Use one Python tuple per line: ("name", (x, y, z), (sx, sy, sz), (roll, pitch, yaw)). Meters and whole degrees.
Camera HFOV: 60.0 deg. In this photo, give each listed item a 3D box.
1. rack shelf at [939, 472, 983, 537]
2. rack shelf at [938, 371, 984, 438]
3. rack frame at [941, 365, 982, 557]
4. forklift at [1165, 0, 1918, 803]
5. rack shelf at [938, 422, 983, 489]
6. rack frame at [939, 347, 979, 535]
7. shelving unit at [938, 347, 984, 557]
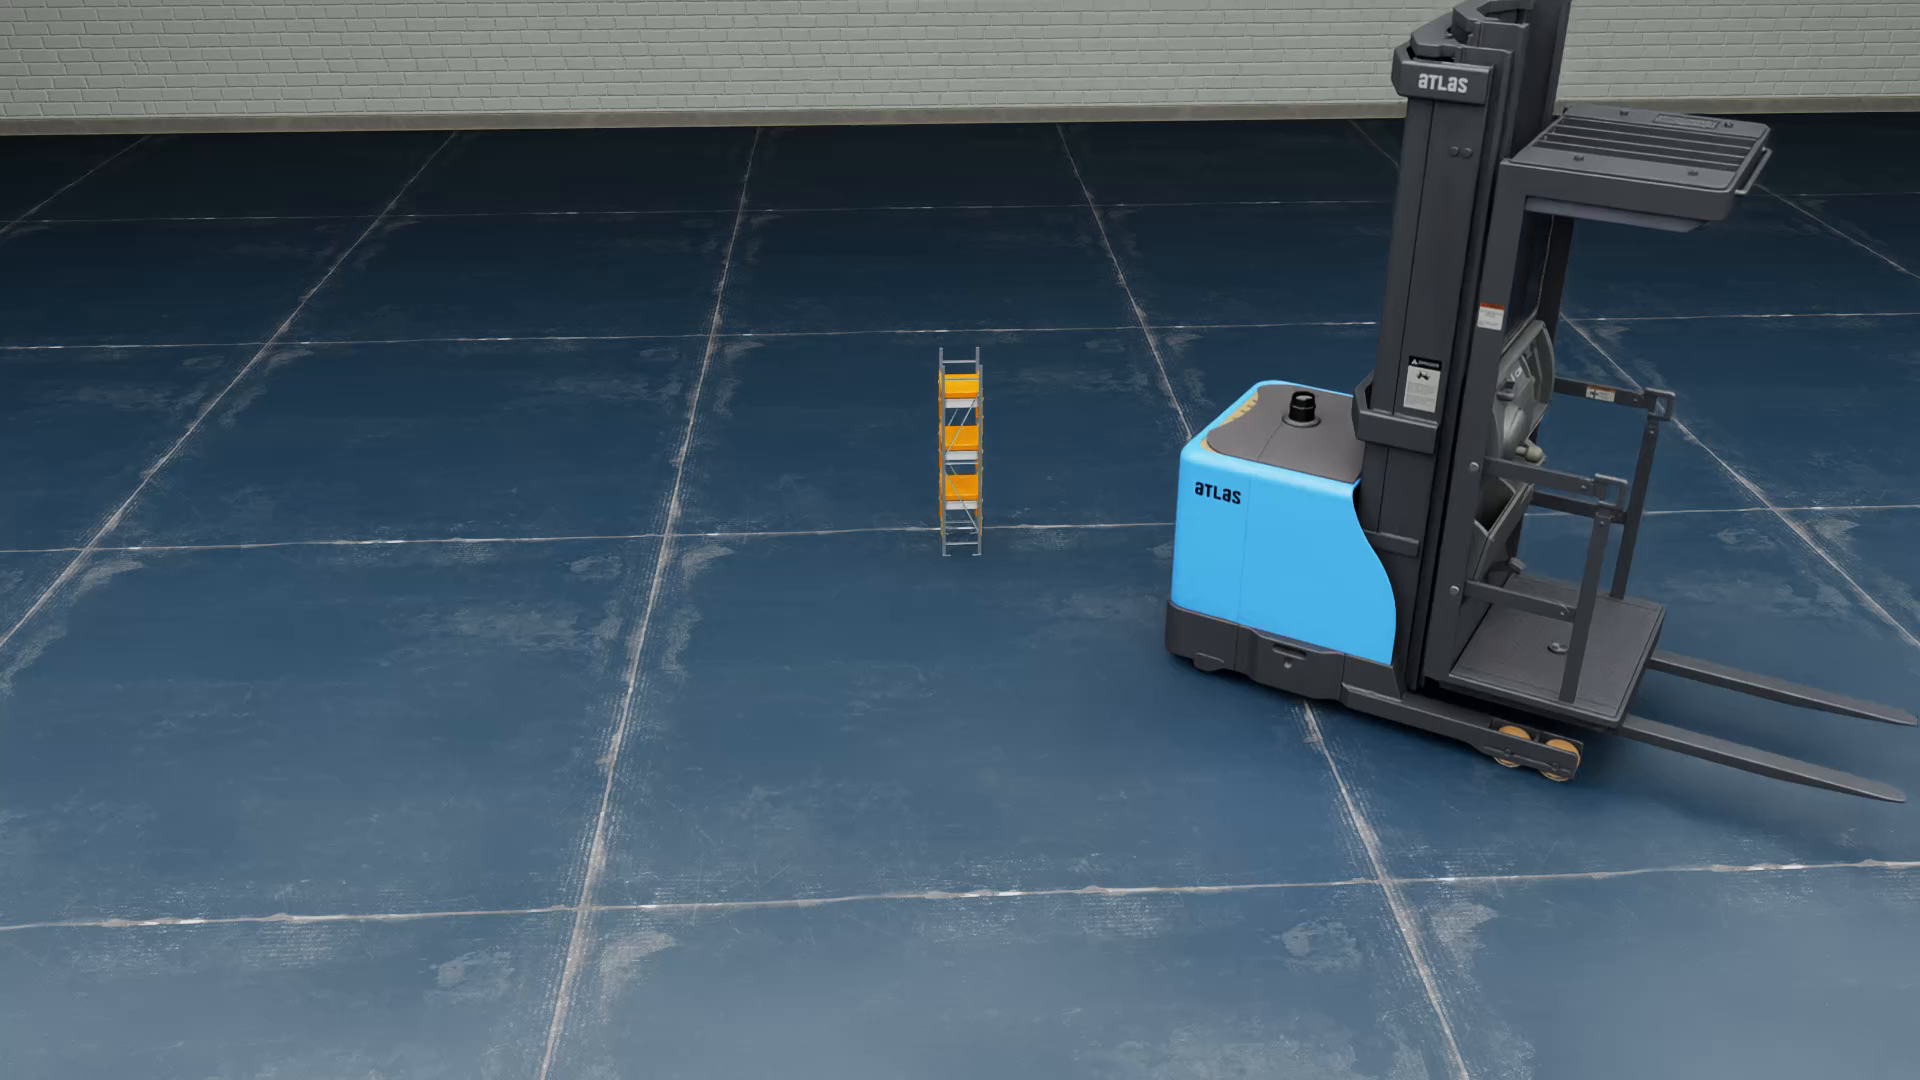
("rack shelf", (0.003, -0.185, 8.593), (0.215, 0.259, 0.240), (-1, 28, -3))
("rack shelf", (0.003, -0.683, 8.334), (0.215, 0.259, 0.240), (-1, 28, -3))
("rack frame", (0.009, -0.384, 8.352), (0.200, 1.050, 0.008), (-1, 28, -3))
("forklift", (2.476, -0.589, 6.710), (3.031, 2.935, 1.130), (15, 31, 27))
("rack shelf", (0.003, -0.431, 8.465), (0.215, 0.259, 0.240), (-1, 28, -3))
("rack frame", (-0.004, -0.497, 8.568), (0.200, 1.050, 0.008), (-1, 28, -3))
("shelving unit", (0.003, -0.441, 8.460), (0.215, 1.050, 0.252), (-1, 28, -3))
